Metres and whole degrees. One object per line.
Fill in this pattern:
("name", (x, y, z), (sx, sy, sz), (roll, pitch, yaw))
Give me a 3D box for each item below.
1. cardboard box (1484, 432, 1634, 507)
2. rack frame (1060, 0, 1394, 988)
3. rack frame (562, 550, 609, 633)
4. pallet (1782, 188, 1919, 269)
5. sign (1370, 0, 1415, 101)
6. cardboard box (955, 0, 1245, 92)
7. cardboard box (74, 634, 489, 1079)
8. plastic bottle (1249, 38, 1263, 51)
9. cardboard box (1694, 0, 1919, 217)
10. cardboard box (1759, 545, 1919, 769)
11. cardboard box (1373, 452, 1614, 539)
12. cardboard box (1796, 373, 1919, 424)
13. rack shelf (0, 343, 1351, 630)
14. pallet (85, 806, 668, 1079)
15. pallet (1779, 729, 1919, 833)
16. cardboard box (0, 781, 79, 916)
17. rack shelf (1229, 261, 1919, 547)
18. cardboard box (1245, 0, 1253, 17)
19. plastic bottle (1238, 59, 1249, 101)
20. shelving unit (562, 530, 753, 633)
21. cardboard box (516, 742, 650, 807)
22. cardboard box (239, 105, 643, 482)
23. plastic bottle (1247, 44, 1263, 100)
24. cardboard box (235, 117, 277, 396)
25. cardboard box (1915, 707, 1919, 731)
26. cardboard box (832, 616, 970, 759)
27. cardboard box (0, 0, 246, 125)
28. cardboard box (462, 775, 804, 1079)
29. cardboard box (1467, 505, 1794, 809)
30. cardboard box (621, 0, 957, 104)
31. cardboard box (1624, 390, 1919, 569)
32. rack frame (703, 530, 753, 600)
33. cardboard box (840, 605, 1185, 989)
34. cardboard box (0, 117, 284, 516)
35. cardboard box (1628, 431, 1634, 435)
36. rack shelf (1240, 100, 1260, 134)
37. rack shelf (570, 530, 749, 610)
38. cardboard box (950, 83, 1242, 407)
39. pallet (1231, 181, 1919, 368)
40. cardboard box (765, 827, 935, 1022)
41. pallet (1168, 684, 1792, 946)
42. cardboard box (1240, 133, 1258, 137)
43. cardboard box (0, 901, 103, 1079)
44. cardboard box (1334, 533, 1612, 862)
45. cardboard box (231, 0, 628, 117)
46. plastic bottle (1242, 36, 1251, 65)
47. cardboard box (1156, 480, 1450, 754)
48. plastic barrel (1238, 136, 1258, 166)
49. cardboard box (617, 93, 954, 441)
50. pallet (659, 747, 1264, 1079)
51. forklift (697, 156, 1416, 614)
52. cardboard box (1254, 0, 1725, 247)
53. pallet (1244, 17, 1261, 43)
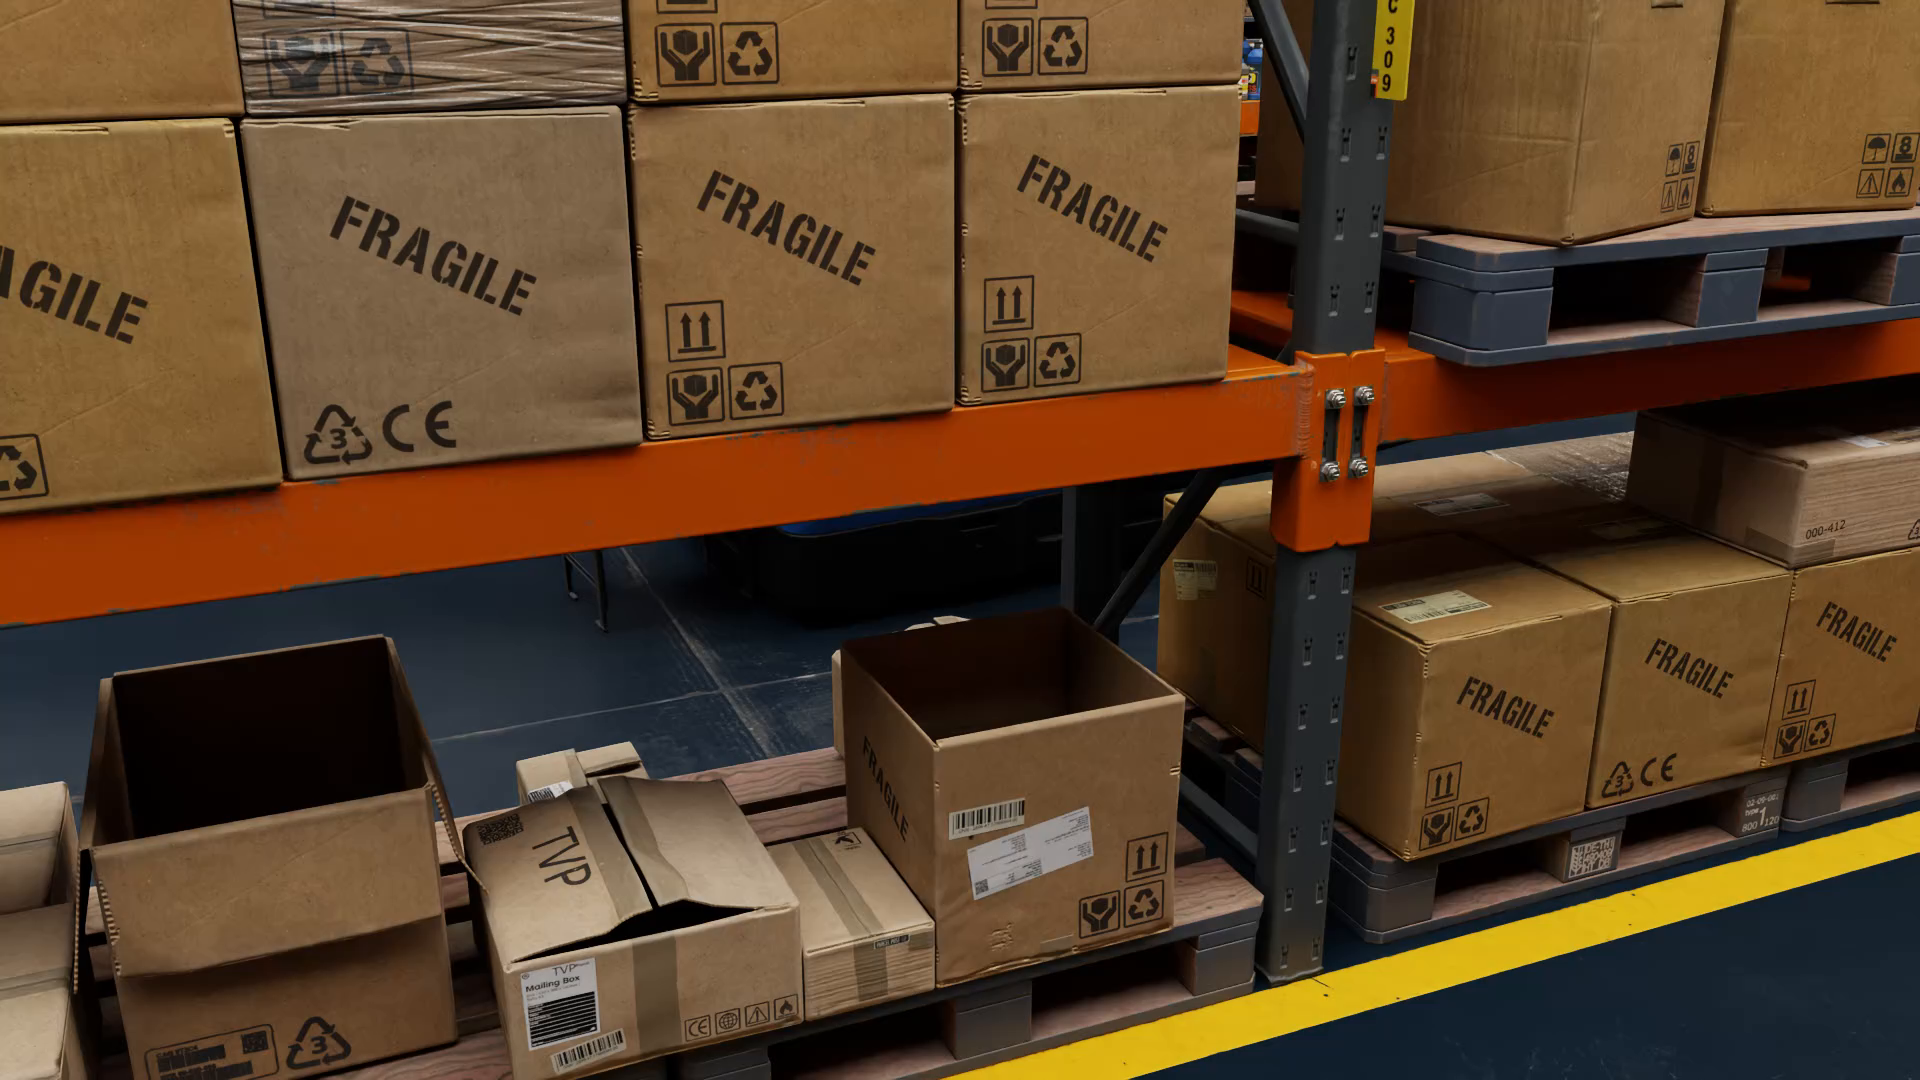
("cardboard box", (1.757, 0.035, 4.508), (0.500, 0.500, 0.500), (-8, 21, -21))
("rack frame", (0.499, -0.656, 3.368), (0.127, 3.000, 1.000), (-8, 21, -22))
("rack frame", (-1.233, -0.752, 4.997), (0.015, 2.100, 0.400), (-13, 23, -27))
("pallet", (2.388, -0.834, 4.164), (1.213, 0.211, 1.003), (-8, 21, -22))
("sign", (0.721, -0.900, 2.758), (0.005, 0.325, 0.100), (-8, 21, -22))
("cardboard box", (0.137, -1.029, 2.773), (0.500, 0.500, 0.500), (-8, 21, -22))
("cardboard box", (-1.224, 0.563, 3.004), (0.637, 0.503, 0.797), (-8, 21, -22))
("plastic bottle", (1.688, -2.676, 9.293), (0.135, 0.276, 0.152), (-8, 21, -22))
("cardboard box", (1.629, -1.005, 3.577), (0.500, 0.500, 0.700), (-5, 20, -13))
("cardboard box", (1.987, 0.189, 4.069), (0.500, 0.500, 0.500), (-8, 21, -21))
("cardboard box", (1.296, 0.101, 4.321), (0.500, 0.500, 0.500), (-8, 21, -22))
("cardboard box", (2.418, -0.225, 4.117), (0.500, 0.250, 0.500), (-9, 21, -23))
("rack shelf", (-1.337, -0.054, 2.741), (4.000, 0.370, 1.077), (-8, 21, -22))
("pallet", (-1.254, 0.911, 3.116), (1.213, 0.211, 1.003), (-8, 21, -22))
("pallet", (2.353, 0.379, 4.628), (1.213, 0.211, 1.003), (-8, 21, -22))
("cardboard box", (-1.888, 0.697, 3.003), (0.500, 0.250, 0.500), (-8, 21, -22))
("rack shelf", (2.335, -0.580, 4.235), (4.000, 0.370, 1.077), (-8, 21, -22))
("cardboard box", (2.369, -4.720, 14.124), (0.637, 0.503, 0.797), (-6, 20, -16))
("plastic bottle", (1.418, -2.338, 8.444), (0.097, 0.201, 0.097), (0, 19, 0))
("shelving unit", (-1.021, -0.800, 5.107), (0.503, 2.100, 0.431), (-13, 23, -27))
("cardboard box", (-0.762, 0.579, 3.465), (0.250, 0.166, 0.380), (-8, 21, -22))
("cardboard box", (-0.802, -0.423, 2.555), (0.500, 0.500, 0.500), (-8, 21, -21))
("plastic bottle", (1.507, -2.384, 8.469), (0.097, 0.271, 0.097), (0, 19, 0))
("cardboard box", (-1.472, -0.518, 2.827), (0.500, 0.500, 0.500), (-8, 21, -23))
("cardboard box", (2.451, 0.123, 4.258), (0.500, 0.500, 0.500), (-9, 21, -24))
("cardboard box", (0.028, 0.394, 3.772), (0.500, 0.311, 0.500), (-8, 21, -22))
("cardboard box", (-1.257, -0.829, 2.204), (0.500, 0.500, 0.500), (-8, 21, -22))
("cardboard box", (-0.600, 0.665, 3.003), (0.500, 0.311, 0.500), (-8, 21, -22))
("cardboard box", (1.525, 0.253, 3.889), (0.500, 0.500, 0.500), (-8, 21, -21))
("cardboard box", (-0.332, -0.961, 2.579), (0.500, 0.500, 0.500), (-9, 21, -23))
("cardboard box", (1.958, -0.159, 3.929), (0.500, 0.250, 0.500), (-8, 21, -22))
("rack frame", (-0.808, -0.847, 5.218), (0.015, 2.100, 0.400), (-13, 23, -27))
("cardboard box", (0.088, 0.477, 3.252), (0.500, 0.500, 0.500), (-8, 21, -22))
("cardboard box", (-1.269, -0.355, 2.362), (0.500, 0.500, 0.500), (-8, 21, -21))
("cardboard box", (2.223, -0.033, 4.699), (0.500, 0.500, 0.500), (-9, 21, -24))
("rack shelf", (0.377, -2.091, 8.527), (4.000, 0.370, 1.077), (-8, 21, -22))
("rack shelf", (-1.000, -0.131, 5.355), (0.480, 0.518, 0.431), (-13, 23, -27))
("cardboard box", (0.142, -0.559, 2.943), (0.500, 0.500, 0.500), (-8, 21, -21))
("pallet", (1.276, -0.637, 3.604), (1.213, 0.211, 1.003), (-8, 21, -22))
("cardboard box", (-0.232, 0.710, 3.118), (0.250, 0.149, 0.380), (-8, 21, -22))
("pallet", (1.231, 0.541, 4.168), (1.213, 0.211, 1.003), (-8, 21, -22))
("cardboard box", (2.393, -3.553, 14.699), (0.500, 0.500, 0.700), (-10, 22, -27))
("cardboard box", (-1.644, 0.843, 2.589), (0.500, 0.250, 0.500), (-8, 21, -22))
("cardboard box", (1.040, 0.326, 3.680), (0.500, 0.500, 0.500), (-9, 21, -24))
("cardboard box", (-0.795, -0.895, 2.391), (0.500, 0.500, 0.500), (-8, 21, -21))
("plastic bottle", (1.571, -2.667, 9.274), (0.097, 0.271, 0.097), (0, 19, 0))
("cardboard box", (0.839, 0.163, 4.143), (0.500, 0.500, 0.500), (-8, 21, -22))
("plastic barrel", (1.771, -1.798, 9.247), (0.708, 0.830, 0.600), (-8, 21, -22))
("cardboard box", (-0.331, -0.491, 2.749), (0.500, 0.500, 0.500), (-8, 21, -20))
("pallet", (-0.132, 0.750, 3.576), (1.213, 0.211, 1.003), (-8, 21, -22))
("forklift", (0.545, -1.487, 5.831), (3.031, 2.935, 1.130), (-11, 22, -28))
("cardboard box", (1.023, -0.895, 3.265), (0.500, 0.500, 0.700), (-17, 26, -40))
("pallet", (2.053, -4.386, 14.251), (1.213, 0.211, 1.003), (-8, 21, -22))
